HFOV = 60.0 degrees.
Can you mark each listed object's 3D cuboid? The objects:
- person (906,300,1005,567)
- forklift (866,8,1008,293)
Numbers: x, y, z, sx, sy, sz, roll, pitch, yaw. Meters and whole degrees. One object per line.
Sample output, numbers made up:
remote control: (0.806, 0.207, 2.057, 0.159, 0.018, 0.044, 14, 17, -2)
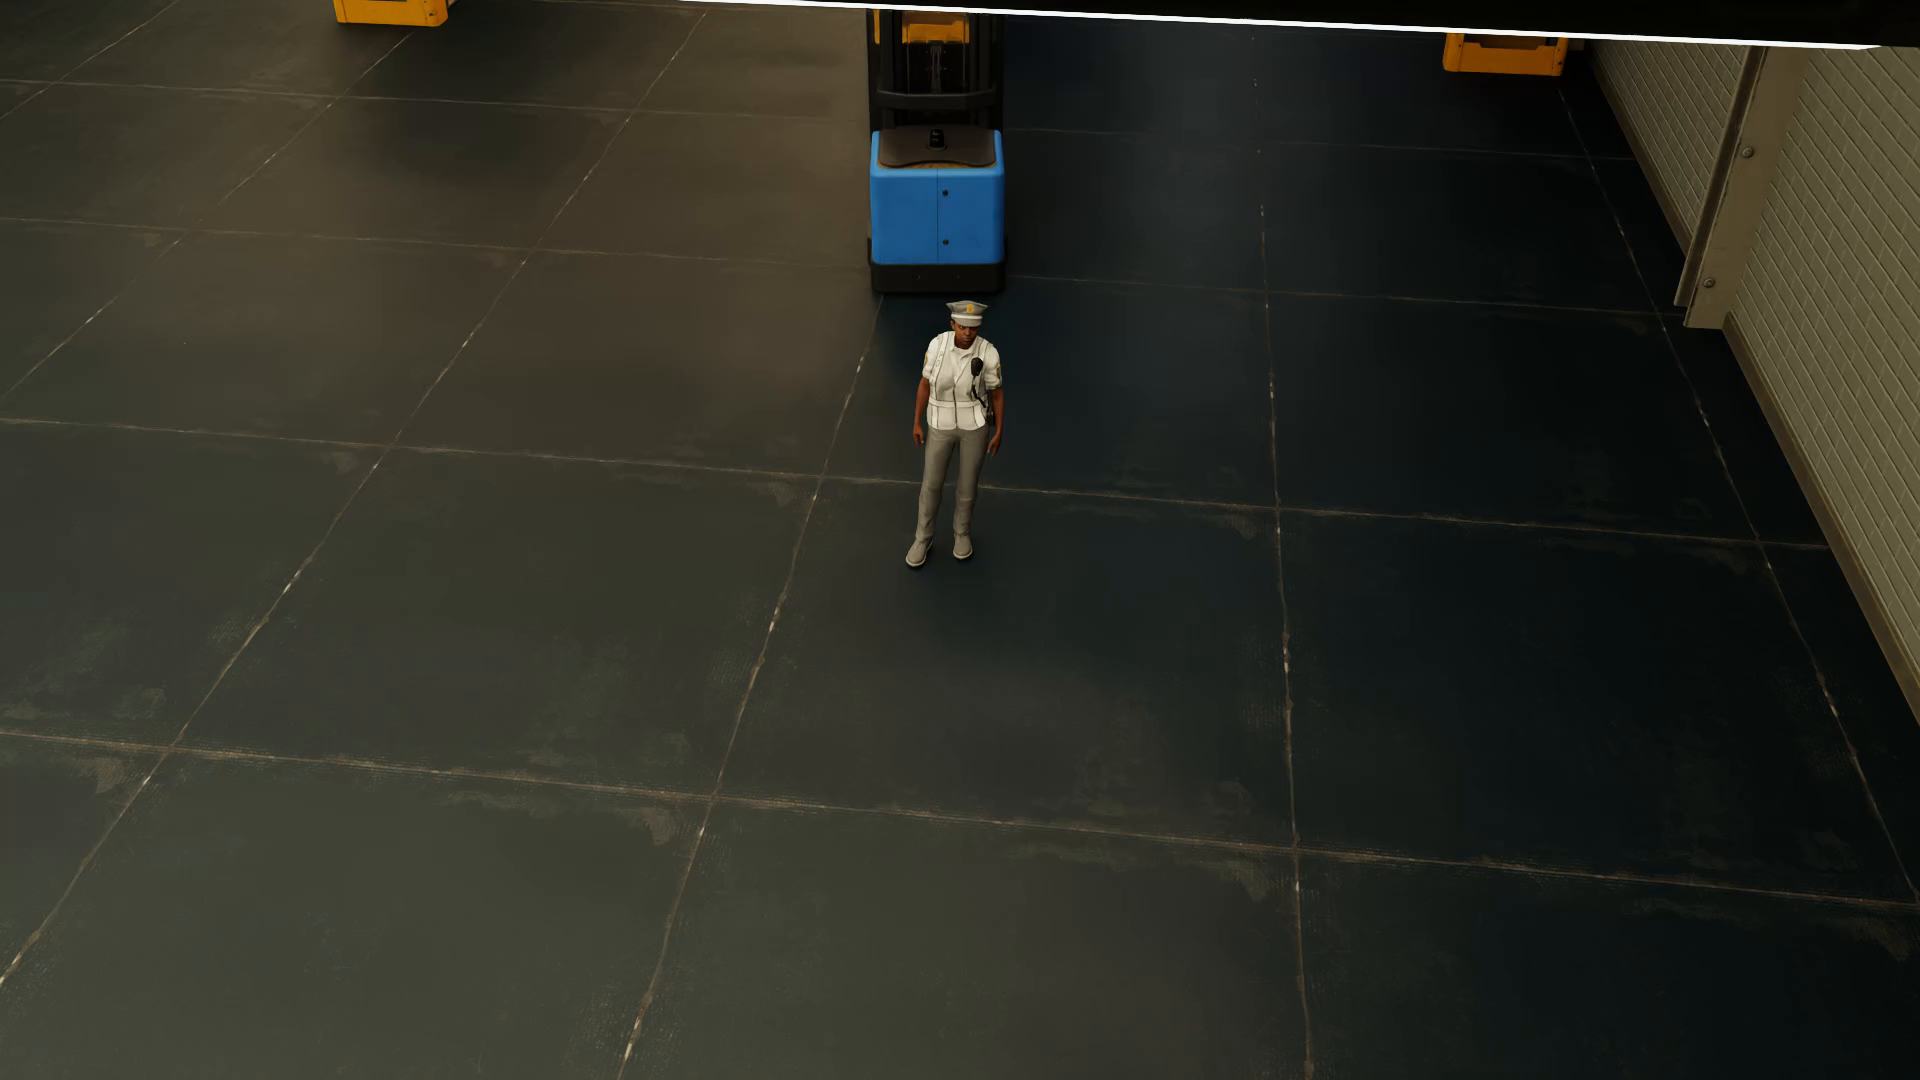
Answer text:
person: (-0.029, -0.644, 9.936, 0.569, 1.692, 0.530, 4, 37, 6)
forklift: (-0.196, -3.959, 13.400, 1.130, 2.935, 3.031, -1, 36, -1)
